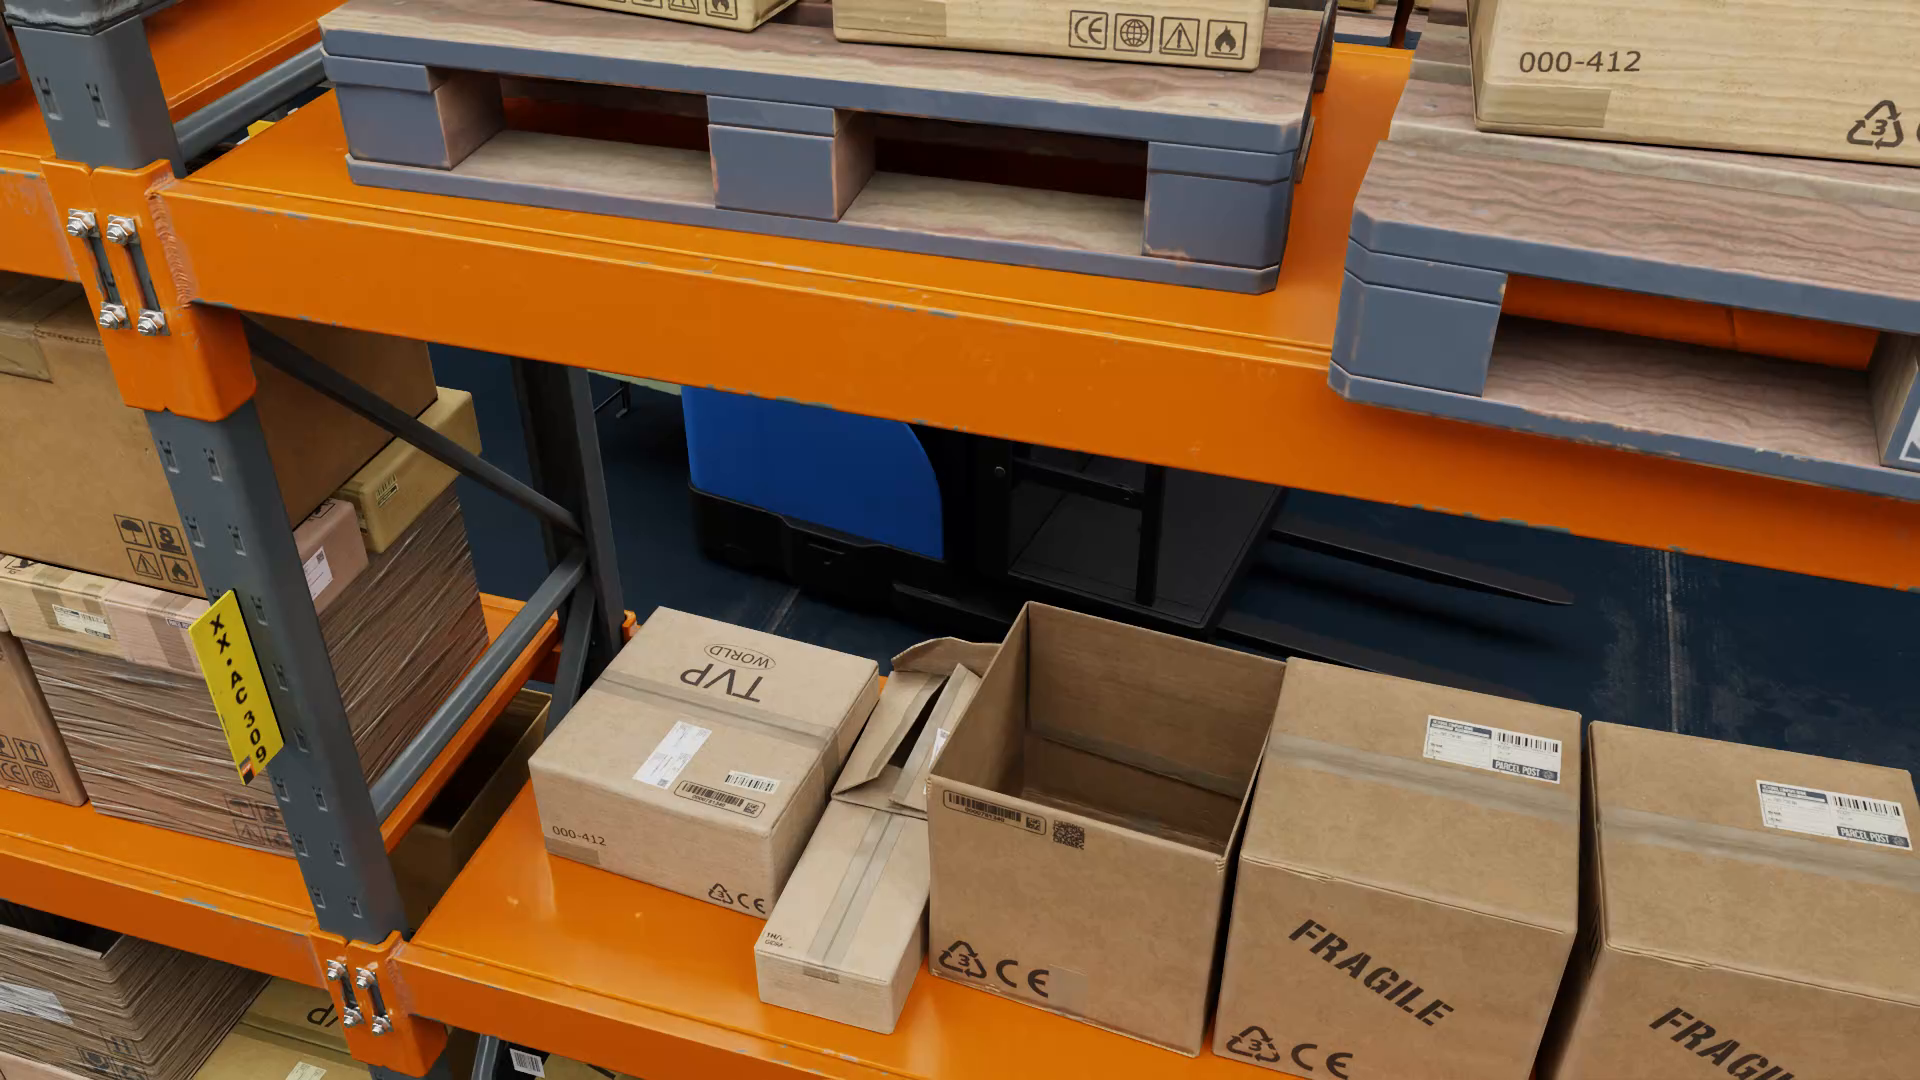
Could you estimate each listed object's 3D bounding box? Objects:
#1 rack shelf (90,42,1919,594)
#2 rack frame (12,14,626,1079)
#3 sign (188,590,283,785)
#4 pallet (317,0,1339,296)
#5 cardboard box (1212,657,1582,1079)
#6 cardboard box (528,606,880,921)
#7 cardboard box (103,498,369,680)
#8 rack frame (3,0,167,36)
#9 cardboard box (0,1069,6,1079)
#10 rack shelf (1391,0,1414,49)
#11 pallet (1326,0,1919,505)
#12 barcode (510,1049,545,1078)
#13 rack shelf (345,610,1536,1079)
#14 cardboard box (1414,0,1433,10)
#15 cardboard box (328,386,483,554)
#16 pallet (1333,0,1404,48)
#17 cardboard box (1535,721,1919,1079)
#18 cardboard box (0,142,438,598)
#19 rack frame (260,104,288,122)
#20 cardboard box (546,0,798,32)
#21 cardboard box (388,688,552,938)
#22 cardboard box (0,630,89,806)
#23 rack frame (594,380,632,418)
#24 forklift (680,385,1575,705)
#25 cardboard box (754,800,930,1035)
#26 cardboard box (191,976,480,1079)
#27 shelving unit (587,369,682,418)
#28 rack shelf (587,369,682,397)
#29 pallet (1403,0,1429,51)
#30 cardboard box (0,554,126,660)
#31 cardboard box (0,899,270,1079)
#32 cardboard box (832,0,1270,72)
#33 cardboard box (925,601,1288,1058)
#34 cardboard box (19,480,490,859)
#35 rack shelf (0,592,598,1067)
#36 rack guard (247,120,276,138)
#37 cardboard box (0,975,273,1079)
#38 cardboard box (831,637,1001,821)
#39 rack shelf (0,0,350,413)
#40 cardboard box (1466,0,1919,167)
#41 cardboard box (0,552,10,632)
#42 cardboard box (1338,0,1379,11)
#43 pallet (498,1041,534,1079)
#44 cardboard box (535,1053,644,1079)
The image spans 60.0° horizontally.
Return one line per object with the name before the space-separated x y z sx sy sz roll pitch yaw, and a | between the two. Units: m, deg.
rack shelf | 0.943 -0.264 2.154 4.000 0.370 1.077 10 38 14
rack frame | -0.966 0.301 3.311 0.127 3.000 1.000 10 38 14
sign | -1.130 0.235 2.603 0.005 0.325 0.100 10 38 14
pallet | -0.120 -0.681 2.276 1.217 0.209 0.805 9 37 12
cardboard box | 0.743 0.587 2.837 0.500 0.500 0.500 11 38 14
cardboard box | -0.483 0.424 3.270 0.500 0.250 0.500 13 38 17
cardboard box | -1.289 0.073 2.989 0.250 0.149 0.380 10 38 14
rack frame | -0.966 -2.115 1.532 0.127 3.000 1.000 10 38 14
cardboard box | -2.430 1.107 4.181 0.500 0.250 0.500 10 38 14
rack shelf | 2.417 -1.859 6.852 4.000 0.370 1.077 10 38 14
pallet | 1.109 -0.389 1.877 1.213 0.211 1.003 12 38 16
barcode | -0.847 1.025 3.255 0.075 0.075 0.001 10 38 14
rack shelf | 0.943 0.944 3.043 4.000 0.370 1.077 10 38 14
cardboard box | 2.152 -2.409 6.537 0.500 0.500 0.700 16 39 20
cardboard box | -1.165 -0.158 3.302 0.250 0.149 0.380 10 38 14
pallet | 1.194 -2.208 6.881 1.213 0.211 1.003 10 38 14
cardboard box | 1.246 0.680 2.711 0.500 0.500 0.500 9 37 11
cardboard box | -1.391 -0.337 2.998 0.500 0.500 0.700 11 38 14
rack frame | -3.311 -3.209 8.080 0.127 3.000 1.000 10 38 14
cardboard box | -0.381 -0.901 2.186 0.500 0.250 0.500 14 39 19
cardboard box | -1.315 0.678 4.131 0.500 0.500 0.500 10 38 14
cardboard box | -1.897 0.096 3.504 0.500 0.500 0.700 10 38 13
rack frame | -1.477 -1.055 6.418 0.023 1.500 0.400 16 39 20
forklift | 0.569 -1.021 5.164 3.031 2.935 1.130 16 39 20
cardboard box | -0.181 0.674 3.015 0.250 0.149 0.380 10 38 14
cardboard box | -1.474 1.281 3.944 0.500 0.250 0.500 10 38 14
shelving unit | -1.147 -0.962 6.291 0.755 1.500 0.431 16 39 20
rack shelf | -1.147 -0.699 6.484 0.720 0.370 0.431 16 39 20
pallet | 2.424 -2.045 6.660 1.213 0.211 1.003 10 38 14
cardboard box | -1.525 0.028 3.050 0.250 0.149 0.380 10 37 13
cardboard box | -1.948 0.884 3.851 0.500 0.500 0.500 10 38 14
cardboard box | 0.144 -0.806 2.056 0.500 0.250 0.500 7 37 9
cardboard box | 0.265 0.499 2.957 0.500 0.500 0.500 13 38 17
cardboard box | -1.391 0.186 3.383 0.500 0.500 0.700 10 37 13
rack shelf | -2.875 0.237 4.004 4.000 0.370 1.077 10 38 14
rack guard | -3.238 -2.189 8.803 0.348 0.500 1.175 10 38 14
cardboard box | -1.948 1.187 4.072 0.500 0.250 0.500 10 38 14
cardboard box | -0.072 0.407 3.280 0.258 0.266 0.396 10 37 13
rack shelf | -2.875 -0.971 3.115 4.000 0.370 1.077 10 38 14
cardboard box | 0.841 -0.643 1.835 0.500 0.250 0.500 7 37 10
cardboard box | -1.776 -0.017 3.111 0.250 0.149 0.380 9 37 13
cardboard box | 1.514 -2.508 6.671 0.500 0.500 0.700 14 39 19
pallet | -1.713 1.260 4.360 1.213 0.211 1.003 10 38 14
cardboard box | -0.646 1.227 3.544 0.500 0.311 0.500 11 38 14
